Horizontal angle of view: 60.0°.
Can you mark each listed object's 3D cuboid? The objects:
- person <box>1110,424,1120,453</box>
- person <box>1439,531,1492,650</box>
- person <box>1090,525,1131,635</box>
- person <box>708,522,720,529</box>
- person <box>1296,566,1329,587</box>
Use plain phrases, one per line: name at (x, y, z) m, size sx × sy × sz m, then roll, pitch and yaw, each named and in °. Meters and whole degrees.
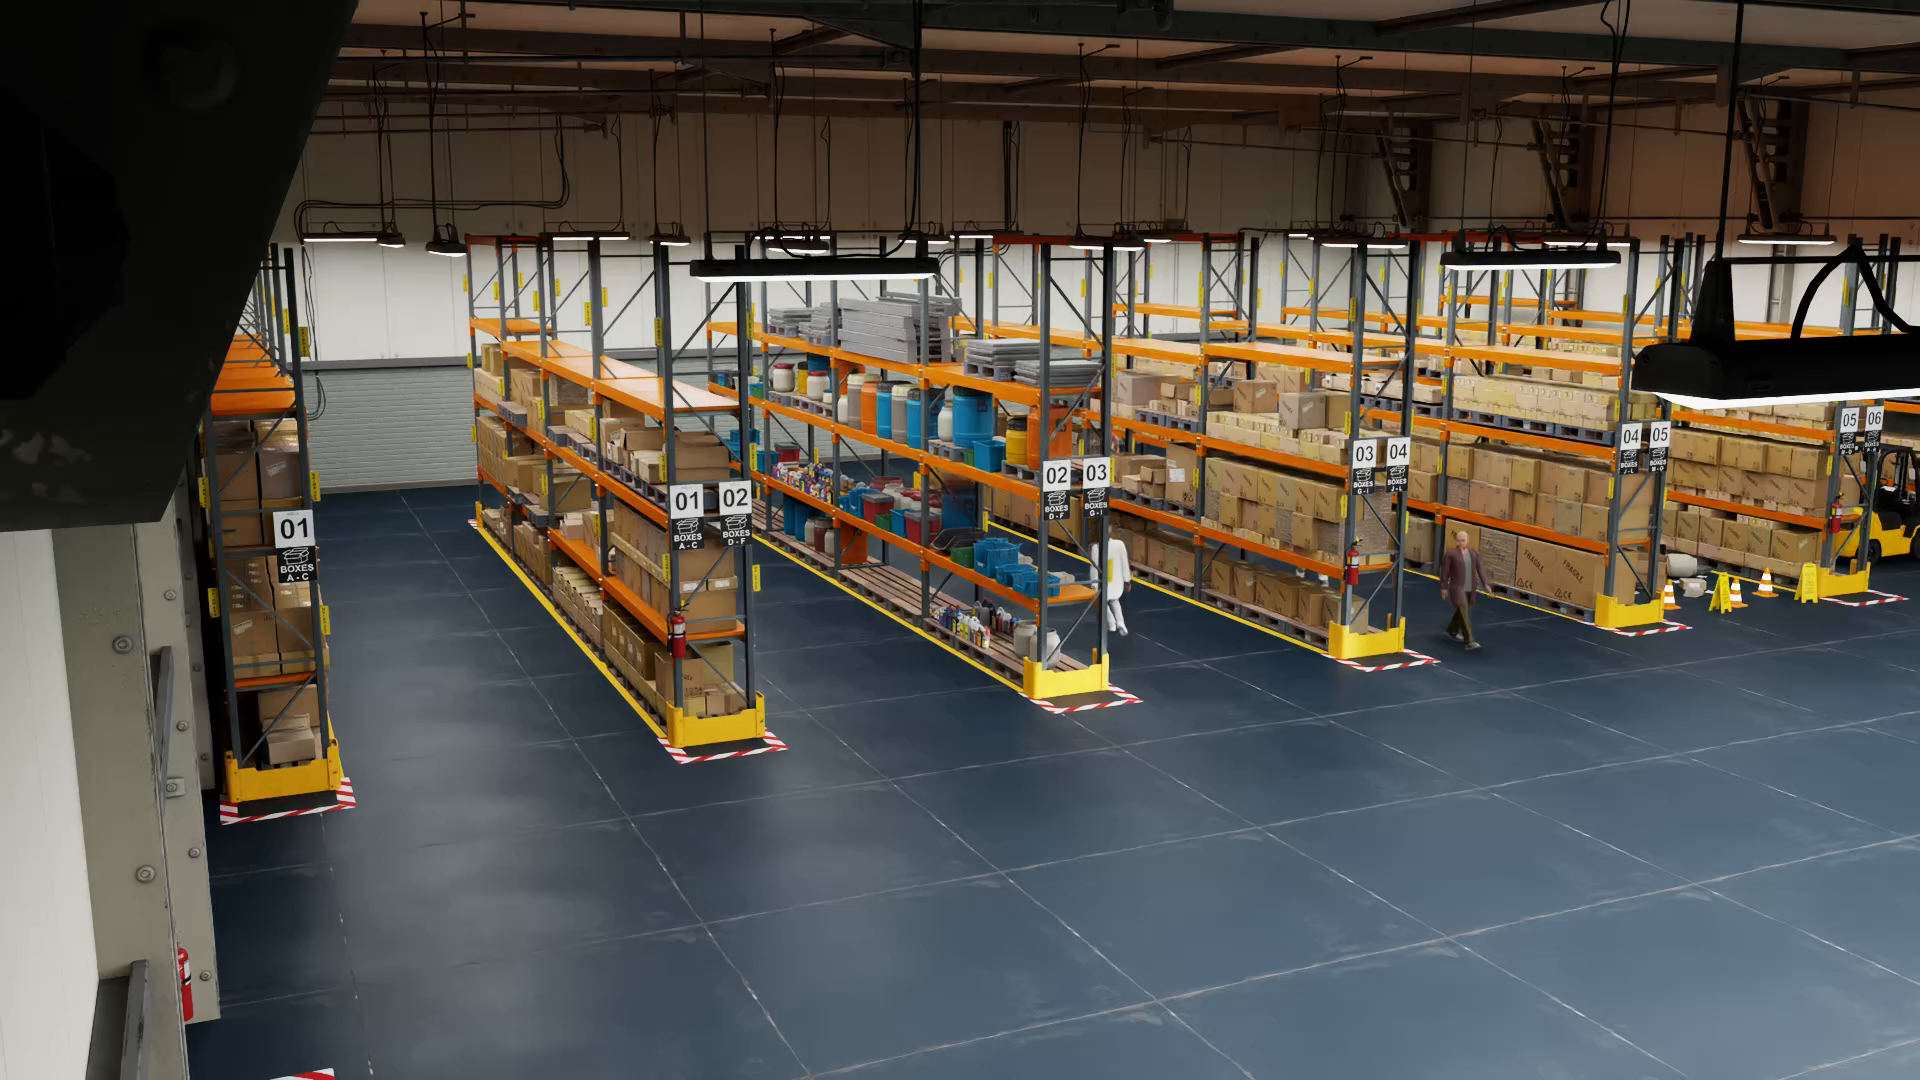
person at (3.401, -1.826, 37.826) m, size 0.549 × 1.720 × 1.050 m, roll -6°, pitch 12°, yaw -28°
person at (7.534, 0.738, 24.717) m, size 0.661 × 1.747 × 1.003 m, roll -4°, pitch 12°, yaw -18°
person at (2.211, 0.603, 24.700) m, size 0.613 × 1.707 × 0.545 m, roll -4°, pitch 12°, yaw -19°
person at (-4.395, -0.075, 29.161) m, size 0.699 × 1.659 × 0.717 m, roll -3°, pitch 11°, yaw -13°
person at (5.987, 0.060, 28.065) m, size 0.572 × 1.746 × 0.924 m, roll -3°, pitch 11°, yaw -15°
